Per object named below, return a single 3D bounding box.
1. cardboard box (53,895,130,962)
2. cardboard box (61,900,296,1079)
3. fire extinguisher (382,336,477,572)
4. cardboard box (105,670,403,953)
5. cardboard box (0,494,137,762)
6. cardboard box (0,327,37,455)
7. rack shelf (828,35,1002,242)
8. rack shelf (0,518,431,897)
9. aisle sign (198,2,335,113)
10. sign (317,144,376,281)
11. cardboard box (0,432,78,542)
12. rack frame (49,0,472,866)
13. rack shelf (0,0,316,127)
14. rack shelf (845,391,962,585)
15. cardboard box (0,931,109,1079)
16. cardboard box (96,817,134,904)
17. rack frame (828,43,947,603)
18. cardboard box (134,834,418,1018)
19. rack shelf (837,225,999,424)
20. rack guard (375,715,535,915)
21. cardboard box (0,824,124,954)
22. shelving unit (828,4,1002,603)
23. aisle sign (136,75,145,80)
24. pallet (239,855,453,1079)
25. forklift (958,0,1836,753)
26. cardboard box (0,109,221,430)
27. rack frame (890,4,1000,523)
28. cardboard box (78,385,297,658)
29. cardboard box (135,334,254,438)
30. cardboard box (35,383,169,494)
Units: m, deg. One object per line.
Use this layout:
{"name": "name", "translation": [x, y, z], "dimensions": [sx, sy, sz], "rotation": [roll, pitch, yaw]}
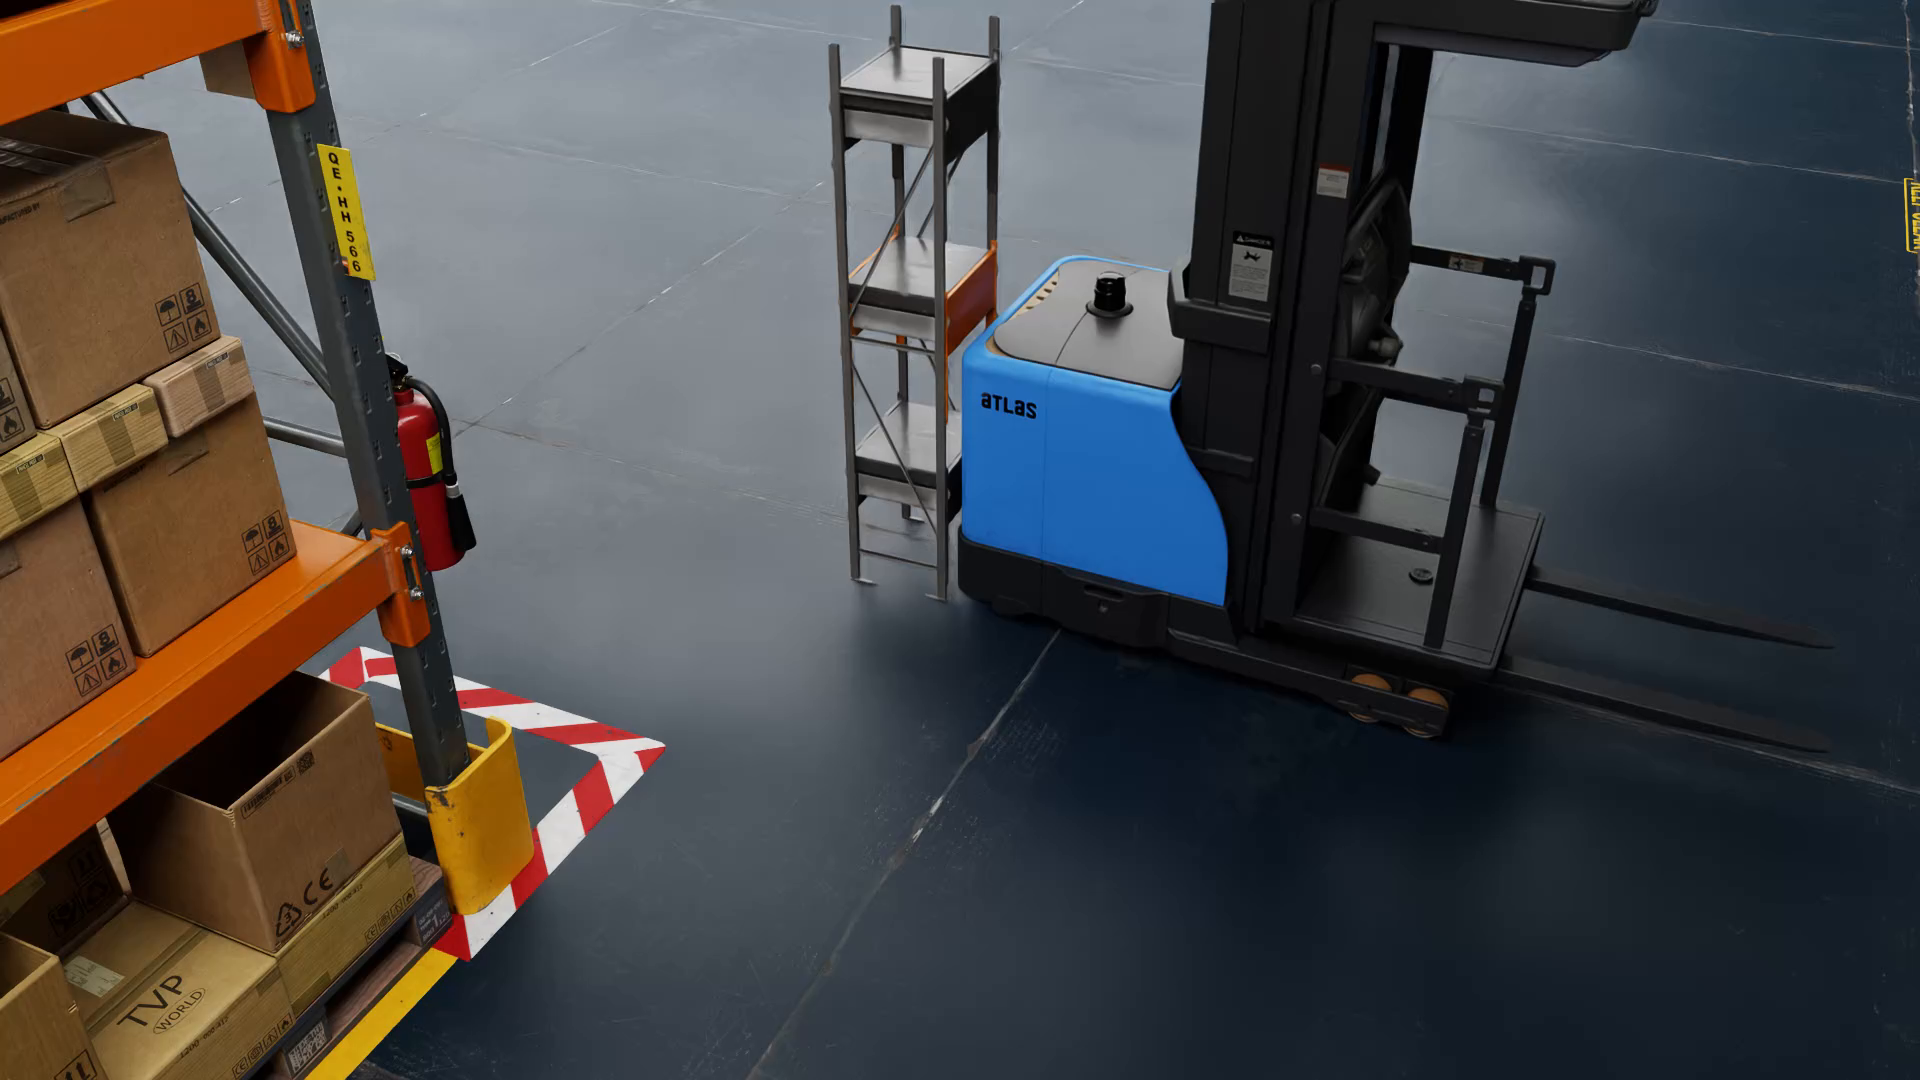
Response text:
{"name": "cardboard box", "translation": [-2.565, 1.123, 4.426], "dimensions": [0.500, 0.250, 0.500], "rotation": [14, 36, 20]}
{"name": "cardboard box", "translation": [-2.087, 1.244, 4.242], "dimensions": [0.500, 0.250, 0.500], "rotation": [14, 36, 20]}
{"name": "fire extinguisher", "translation": [-1.461, -0.237, 4.446], "dimensions": [0.296, 0.674, 0.183], "rotation": [14, 36, 20]}
{"name": "cardboard box", "translation": [-1.886, 0.679, 4.419], "dimensions": [0.500, 0.500, 0.500], "rotation": [14, 36, 20]}
{"name": "cardboard box", "translation": [-2.355, 0.134, 3.720], "dimensions": [0.700, 0.500, 0.500], "rotation": [15, 36, 22]}
{"name": "cardboard box", "translation": [-2.376, -0.382, 3.323], "dimensions": [0.700, 0.500, 0.500], "rotation": [13, 36, 19]}
{"name": "rack shelf", "translation": [-0.145, -1.380, 5.688], "dimensions": [0.431, 0.518, 0.480], "rotation": [13, 35, 18]}
{"name": "rack shelf", "translation": [-2.769, 0.980, 3.176], "dimensions": [1.077, 0.370, 4.000], "rotation": [14, 36, 20]}
{"name": "aisle sign", "translation": [-1.638, -1.369, 3.732], "dimensions": [0.394, 0.787, 0.004], "rotation": [14, 36, 20]}
{"name": "sign", "translation": [-1.445, -0.769, 3.915], "dimensions": [0.100, 0.325, 0.005], "rotation": [14, 36, 20]}
{"name": "cardboard box", "translation": [-2.134, -0.138, 3.542], "dimensions": [0.380, 0.149, 0.250], "rotation": [14, 36, 20]}
{"name": "rack frame", "translation": [-1.932, -0.317, 4.498], "dimensions": [1.000, 3.000, 0.127], "rotation": [14, 36, 20]}
{"name": "rack shelf", "translation": [-2.769, -0.274, 2.353], "dimensions": [1.077, 0.370, 4.000], "rotation": [14, 36, 20]}
{"name": "rack shelf", "translation": [-0.145, -0.209, 6.455], "dimensions": [0.431, 0.518, 0.480], "rotation": [13, 35, 18]}
{"name": "cardboard box", "translation": [-2.291, 1.181, 3.655], "dimensions": [0.500, 0.500, 0.500], "rotation": [14, 36, 20]}
{"name": "cardboard box", "translation": [-2.359, 0.873, 4.807], "dimensions": [0.500, 0.250, 0.500], "rotation": [14, 36, 20]}
{"name": "rack frame", "translation": [-0.238, -0.682, 5.875], "dimensions": [0.400, 2.100, 0.015], "rotation": [13, 35, 18]}
{"name": "cardboard box", "translation": [-1.888, 0.992, 4.626], "dimensions": [0.500, 0.250, 0.500], "rotation": [14, 36, 20]}
{"name": "rack shelf", "translation": [-0.145, -0.794, 6.071], "dimensions": [0.431, 0.518, 0.480], "rotation": [13, 35, 18]}
{"name": "rack guard", "translation": [-1.922, 0.717, 5.201], "dimensions": [1.175, 0.500, 0.348], "rotation": [14, 36, 20]}
{"name": "cardboard box", "translation": [-2.566, 0.809, 4.221], "dimensions": [0.500, 0.500, 0.500], "rotation": [14, 36, 20]}
{"name": "shelving unit", "translation": [-0.145, -0.806, 6.064], "dimensions": [0.431, 2.100, 0.503], "rotation": [13, 35, 18]}
{"name": "aisle sign", "translation": [-2.183, -1.507, 3.942], "dimensions": [0.394, 0.787, 0.004], "rotation": [14, 36, 20]}
{"name": "pallet", "translation": [-2.214, 1.240, 4.667], "dimensions": [1.003, 0.211, 1.213], "rotation": [14, 36, 20]}
{"name": "forklift", "translation": [1.550, -0.880, 5.419], "dimensions": [3.031, 2.935, 1.130], "rotation": [14, 36, 21]}
{"name": "cardboard box", "translation": [-2.161, -0.645, 3.724], "dimensions": [0.700, 0.500, 0.500], "rotation": [14, 36, 21]}
{"name": "rack frame", "translation": [-0.053, -0.930, 6.253], "dimensions": [0.400, 2.100, 0.015], "rotation": [13, 35, 18]}
{"name": "cardboard box", "translation": [-2.139, -0.129, 4.120], "dimensions": [0.700, 0.500, 0.500], "rotation": [14, 36, 20]}
{"name": "cardboard box", "translation": [-1.919, -0.396, 3.935], "dimensions": [0.380, 0.149, 0.250], "rotation": [14, 36, 20]}
{"name": "cardboard box", "translation": [-2.027, -0.265, 3.736], "dimensions": [0.380, 0.149, 0.250], "rotation": [15, 36, 22]}
